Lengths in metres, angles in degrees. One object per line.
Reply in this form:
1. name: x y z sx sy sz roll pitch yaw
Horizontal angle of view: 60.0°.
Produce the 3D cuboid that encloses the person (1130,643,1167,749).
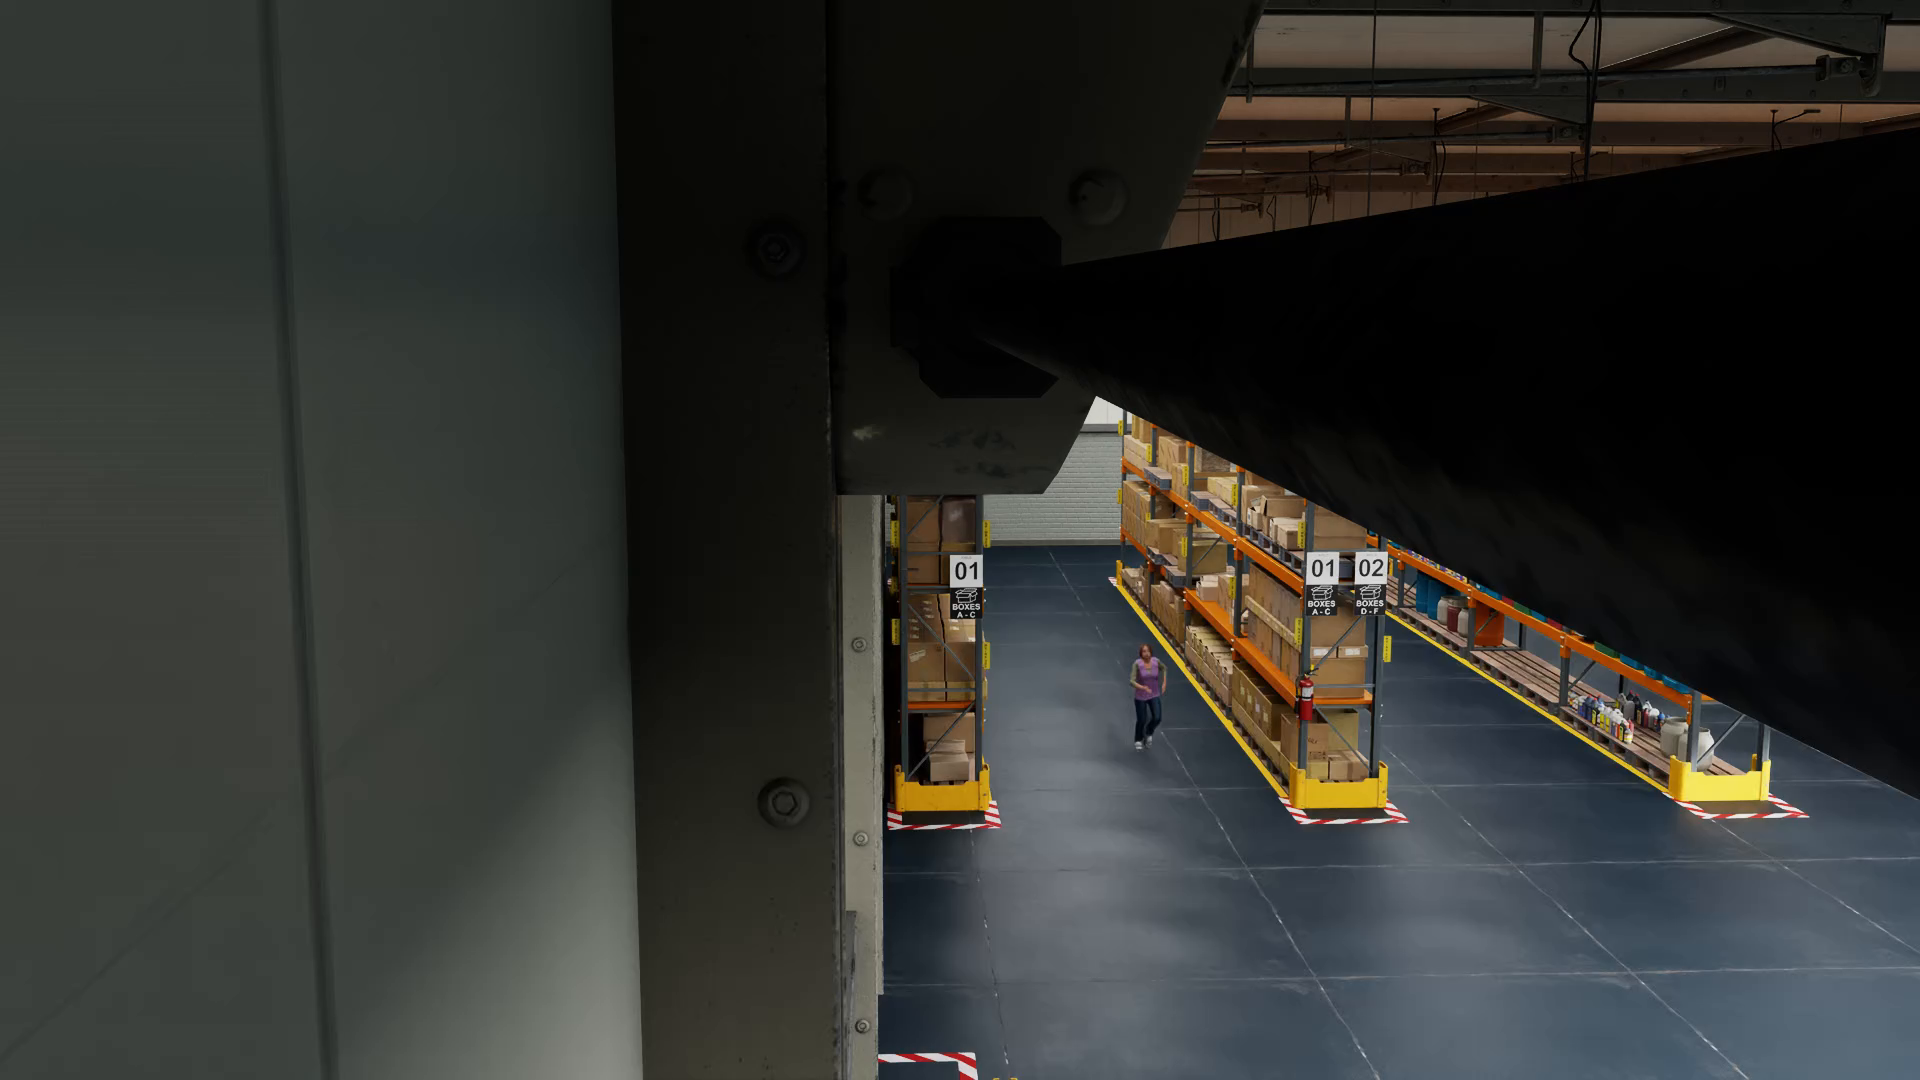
1. person: 2.604 2.180 22.948 0.560 1.555 0.745 -1 8 -4
